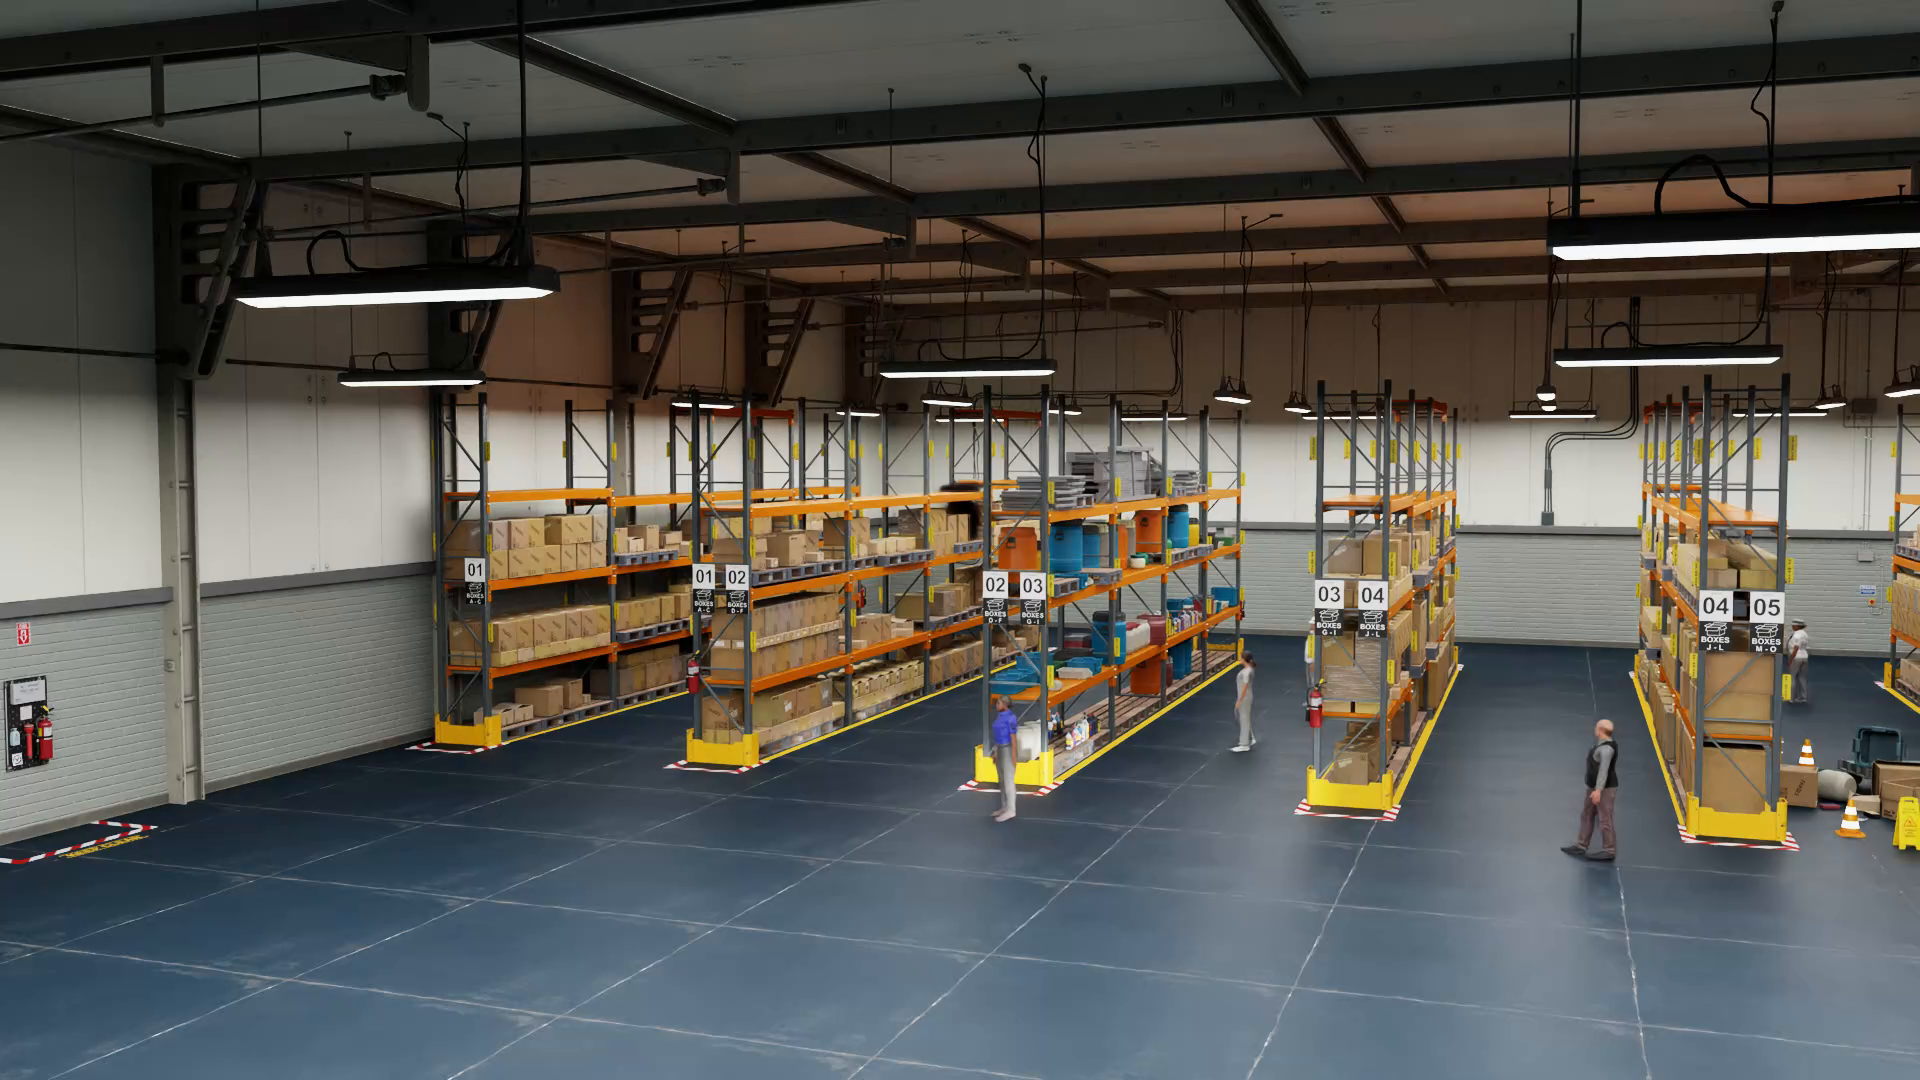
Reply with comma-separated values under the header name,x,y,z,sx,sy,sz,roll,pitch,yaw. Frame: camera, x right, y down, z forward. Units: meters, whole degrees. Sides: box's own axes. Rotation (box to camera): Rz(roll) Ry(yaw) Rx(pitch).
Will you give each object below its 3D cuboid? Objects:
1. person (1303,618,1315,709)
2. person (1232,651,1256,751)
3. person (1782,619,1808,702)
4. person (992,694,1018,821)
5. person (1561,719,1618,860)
name,x,y,z,sx,sy,sz,roll,pitch,yaw
person,6.902,2.383,32.384,0.400,1.780,0.565,0,3,-3
person,4.767,2.685,27.842,0.416,1.695,0.550,0,3,6
person,16.685,2.418,33.189,0.534,1.672,0.398,-2,3,-29
person,0.586,2.974,22.780,0.387,1.672,0.549,-1,3,-23
person,7.775,3.053,20.433,0.591,1.715,0.570,0,3,2
